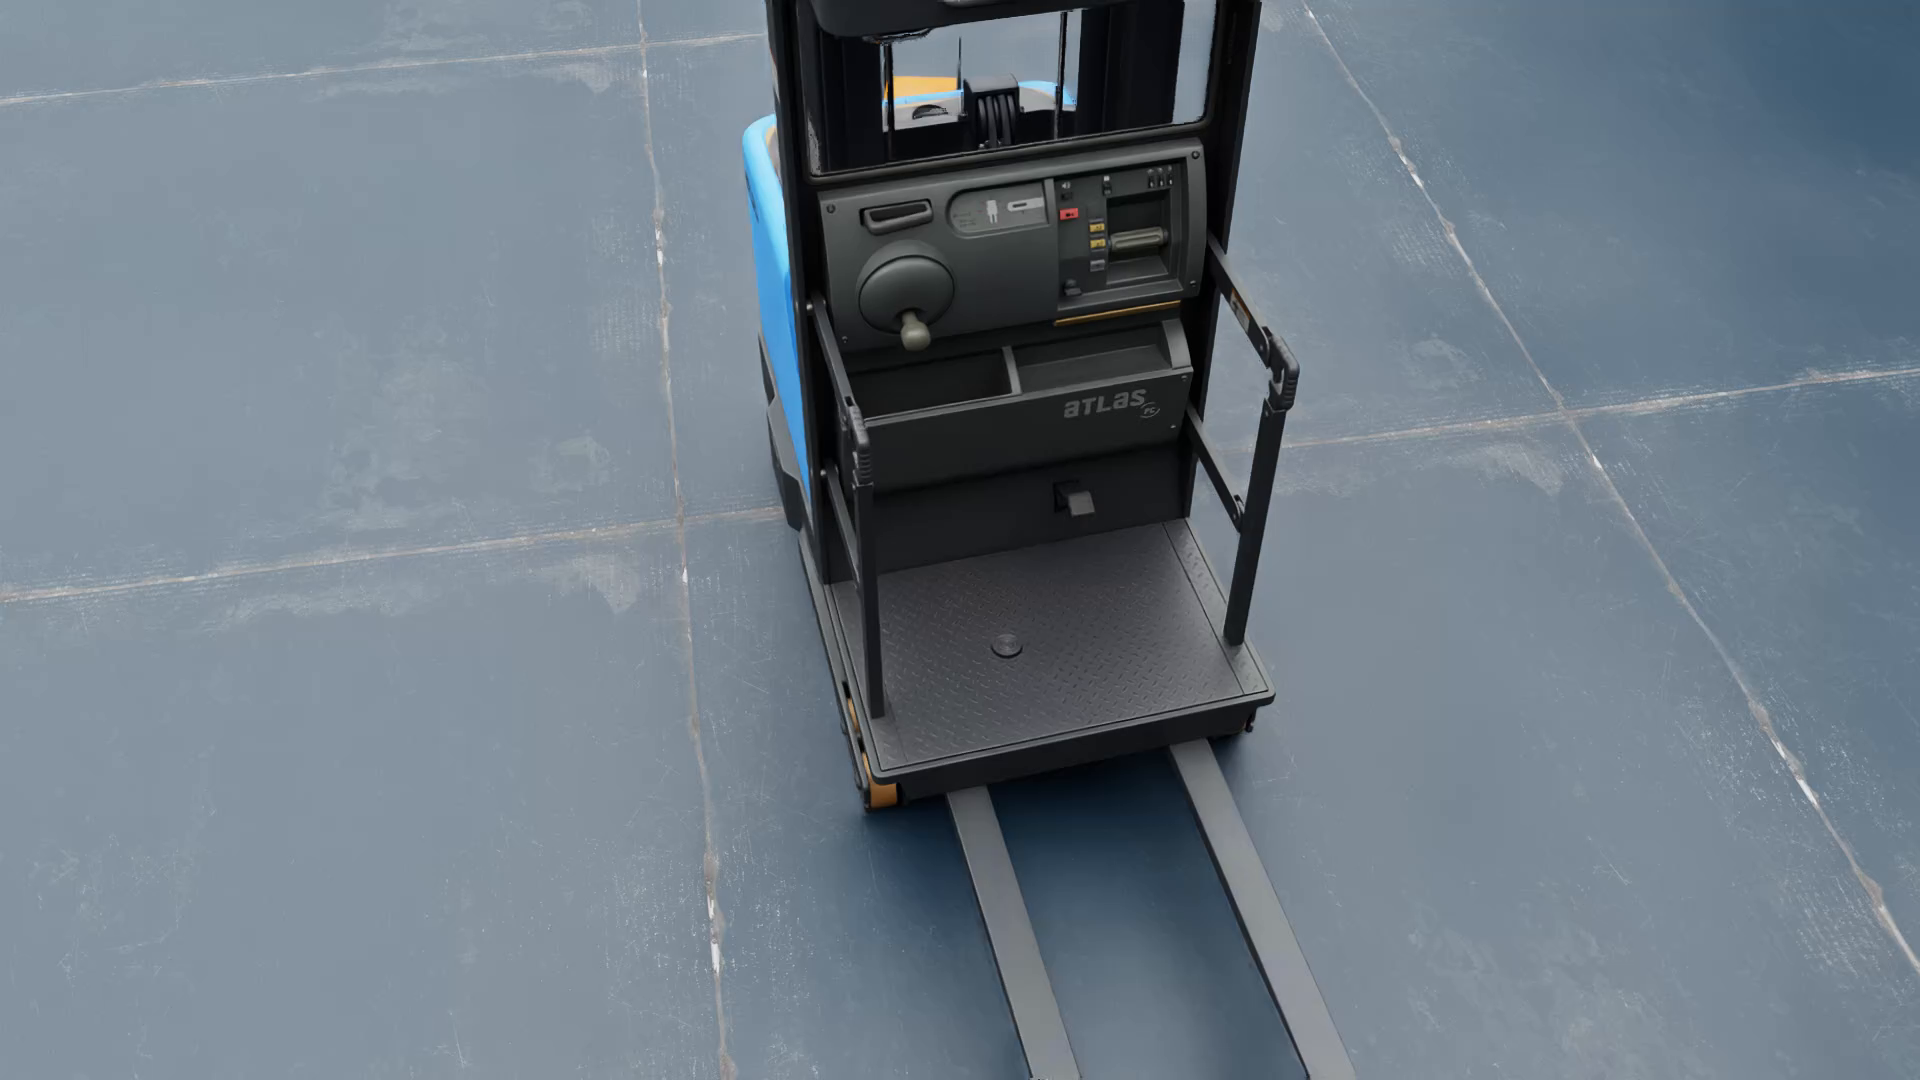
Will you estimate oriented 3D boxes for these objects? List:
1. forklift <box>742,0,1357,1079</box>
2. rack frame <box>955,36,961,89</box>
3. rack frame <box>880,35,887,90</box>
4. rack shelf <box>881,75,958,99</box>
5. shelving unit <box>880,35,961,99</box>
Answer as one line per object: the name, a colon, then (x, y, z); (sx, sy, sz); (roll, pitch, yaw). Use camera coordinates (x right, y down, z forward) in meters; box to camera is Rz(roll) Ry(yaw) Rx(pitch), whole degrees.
forklift: (0.193, -0.598, 3.791); (1.130, 2.935, 3.031); (-10, 47, -10)
rack frame: (-0.010, -1.162, 5.628); (0.008, 1.050, 0.200); (3, 41, 2)
rack frame: (-0.254, -1.172, 5.638); (0.008, 1.050, 0.200); (3, 41, 2)
rack shelf: (-0.130, -1.375, 5.455); (0.240, 0.259, 0.215); (3, 41, 2)
shelving unit: (-0.132, -1.167, 5.633); (0.252, 1.050, 0.215); (3, 41, 2)
